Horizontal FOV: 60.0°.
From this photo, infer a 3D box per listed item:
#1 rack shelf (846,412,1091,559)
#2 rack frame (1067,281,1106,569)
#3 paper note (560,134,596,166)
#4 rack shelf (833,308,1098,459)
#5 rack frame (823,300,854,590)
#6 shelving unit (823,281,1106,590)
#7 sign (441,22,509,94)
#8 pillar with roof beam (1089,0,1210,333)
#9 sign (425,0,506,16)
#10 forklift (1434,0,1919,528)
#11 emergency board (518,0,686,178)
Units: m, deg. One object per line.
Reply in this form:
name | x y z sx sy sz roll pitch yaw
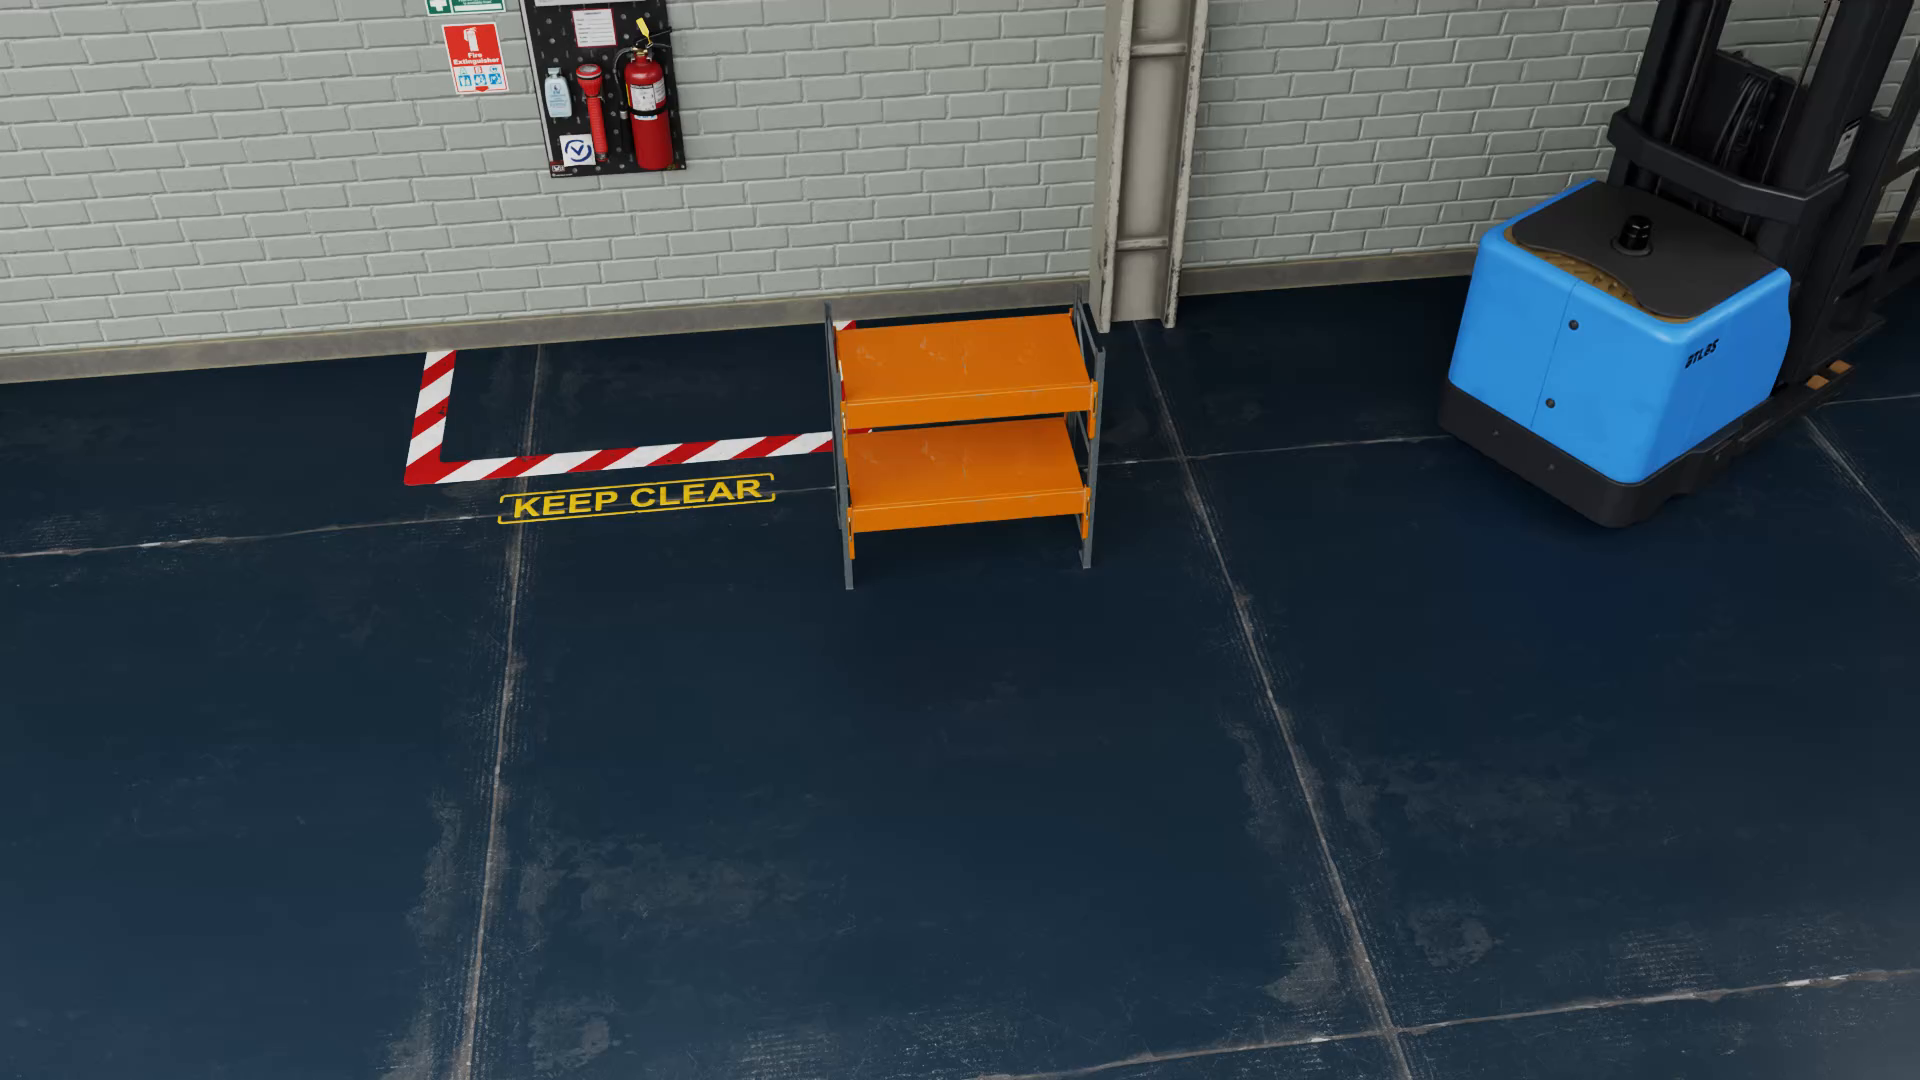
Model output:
rack shelf | 0.007 -0.237 7.038 1.000 0.278 0.538 -5 42 -6
rack frame | 0.511 -0.462 6.923 0.032 1.125 0.500 -5 42 -6
paper note | -1.761 -1.795 7.658 0.142 0.148 0.016 -5 42 -6
rack shelf | 0.007 -0.636 6.678 1.000 0.278 0.538 -5 42 -6
rack frame | -0.497 -0.374 6.825 0.032 1.125 0.500 -5 42 -6
shelving unit | 0.007 -0.418 6.874 1.048 1.125 0.538 -5 42 -6
sign | -2.138 -2.125 7.340 0.234 0.329 0.001 -5 42 -6
pillar with roof beam | 1.437 -1.649 2.360 0.400 9.000 9.100 -5 42 -6
sign | -2.132 -2.316 7.156 0.331 0.109 0.001 -5 42 -6
forklift | 3.690 -1.960 7.234 3.031 2.935 1.130 -28 49 -27
emergency board | -1.576 -2.091 7.329 0.643 1.169 0.194 -5 42 -6
